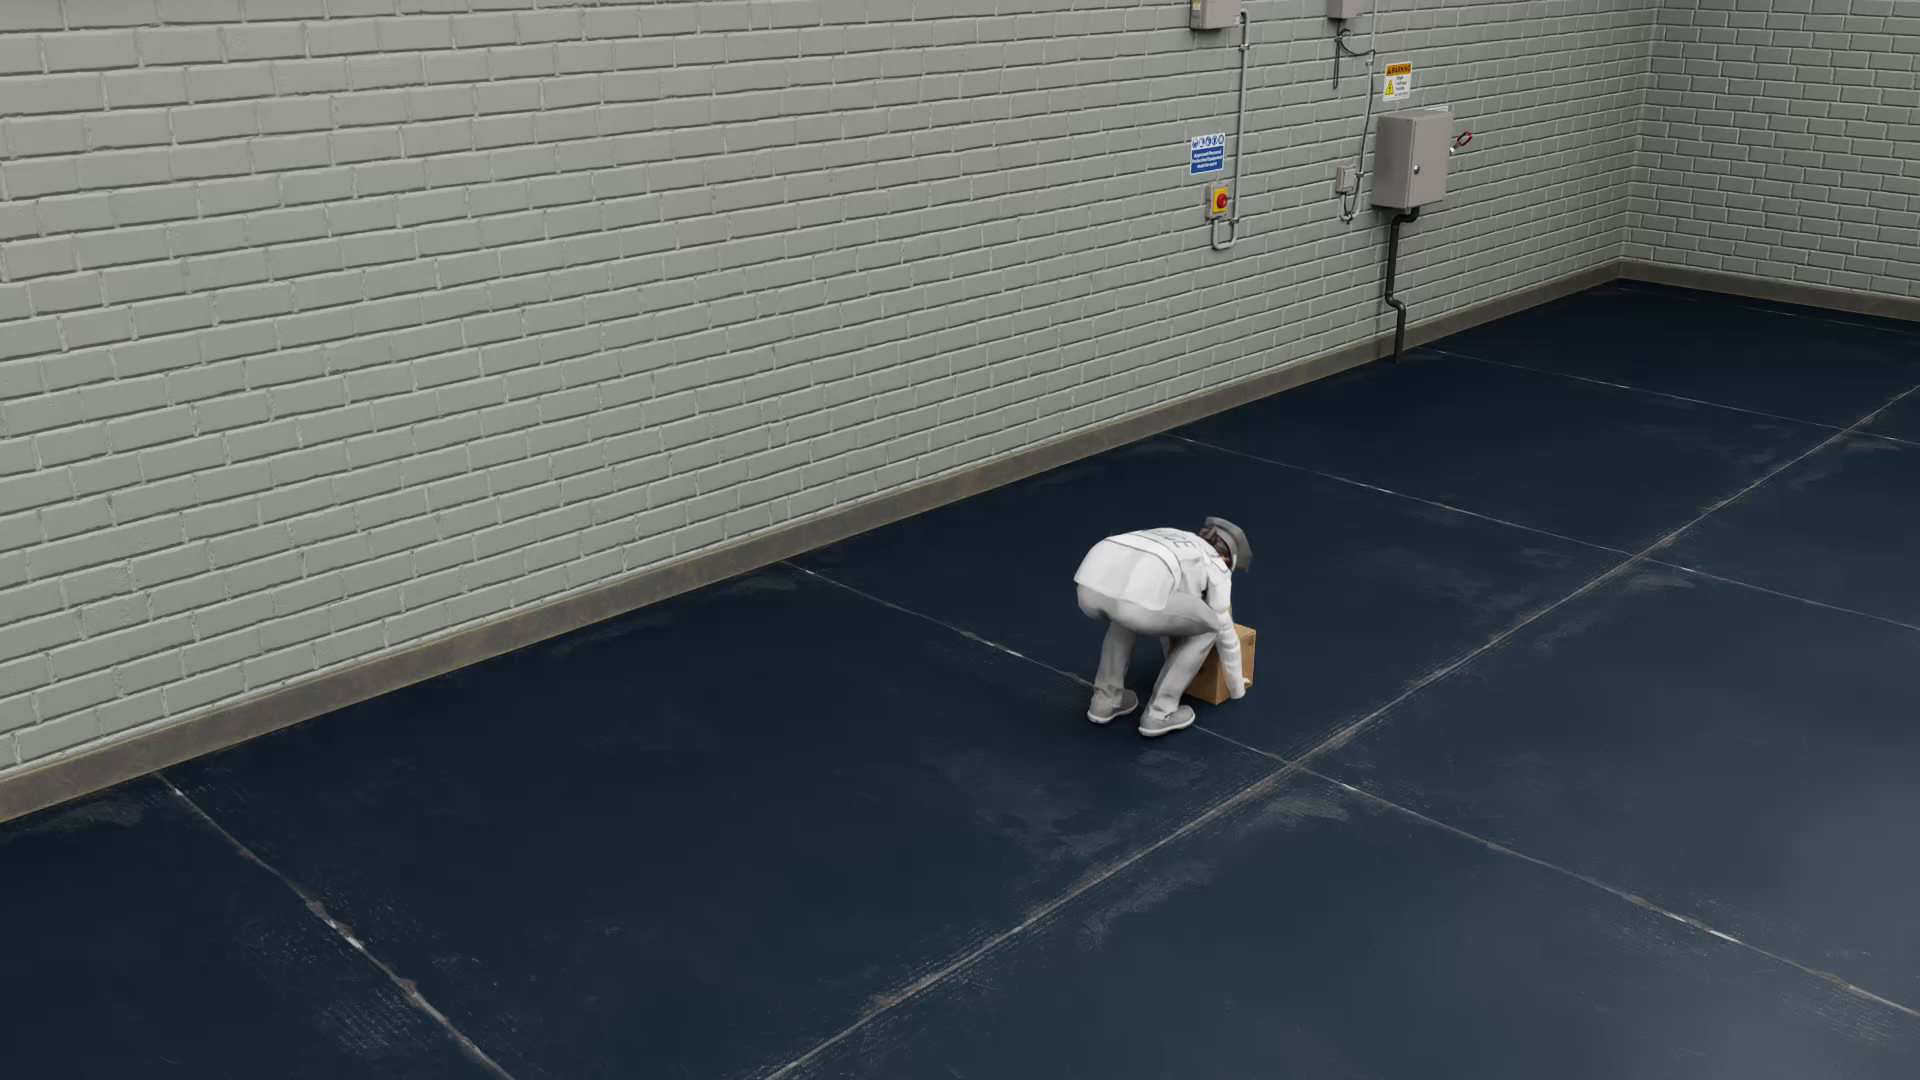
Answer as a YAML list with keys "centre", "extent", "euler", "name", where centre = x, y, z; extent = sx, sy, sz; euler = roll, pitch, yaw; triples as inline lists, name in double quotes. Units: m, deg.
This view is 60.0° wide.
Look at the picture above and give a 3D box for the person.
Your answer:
- centre: [0.798, 0.318, 6.500]
  extent: [0.461, 0.812, 0.902]
  euler: [18, 27, 39]
  name: "person"
